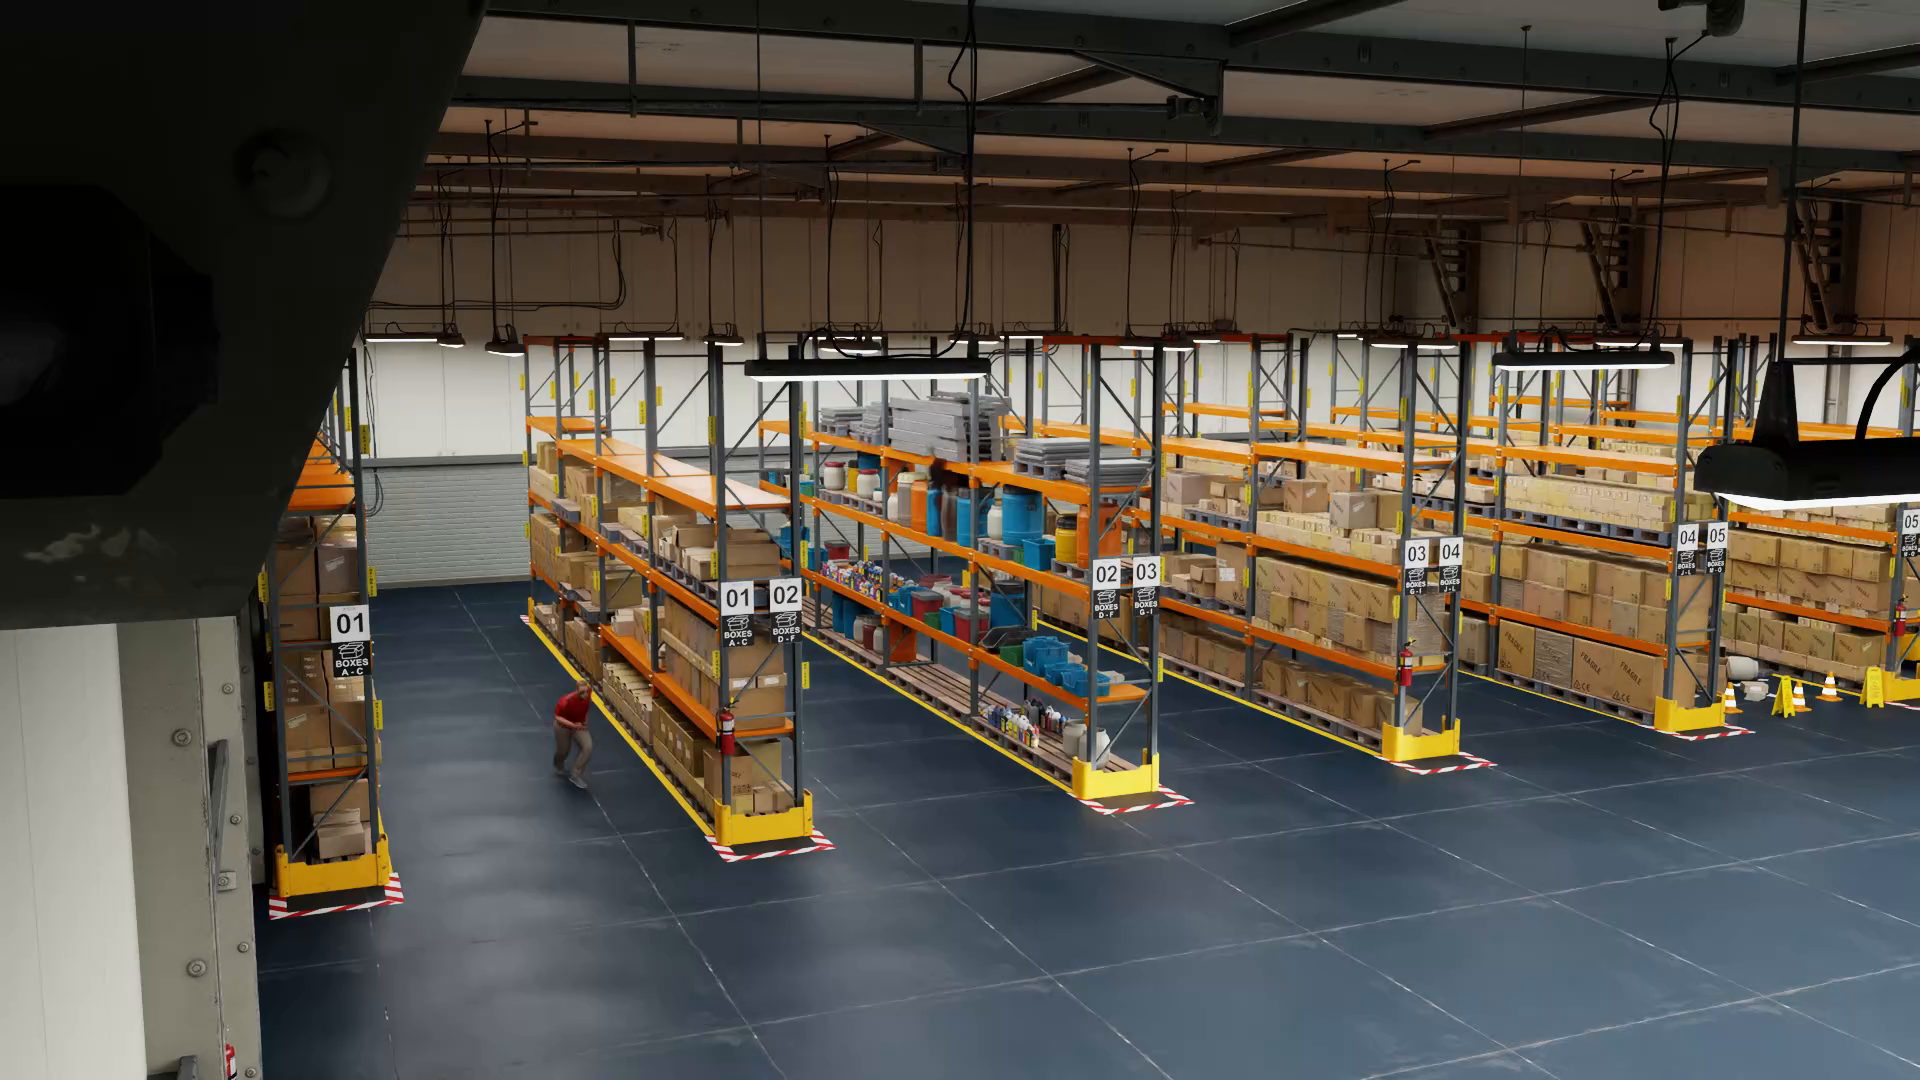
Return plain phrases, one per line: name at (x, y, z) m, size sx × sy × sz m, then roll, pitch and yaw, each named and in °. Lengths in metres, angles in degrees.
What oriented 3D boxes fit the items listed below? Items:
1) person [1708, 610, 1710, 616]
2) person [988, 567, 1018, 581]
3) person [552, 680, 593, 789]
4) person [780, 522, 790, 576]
person at (15.368, 0.868, 34.589) m, size 0.652 × 1.736 × 0.684 m, roll -3°, pitch 8°, yaw -22°
person at (0.902, 0.980, 33.944) m, size 0.570 × 1.690 × 0.846 m, roll -3°, pitch 8°, yaw -18°
person at (-5.360, 2.597, 22.715) m, size 0.644 × 1.537 × 1.141 m, roll -7°, pitch 10°, yaw -40°
person at (-4.173, 0.106, 40.693) m, size 0.813 × 1.643 × 0.558 m, roll 2°, pitch 8°, yaw 16°
